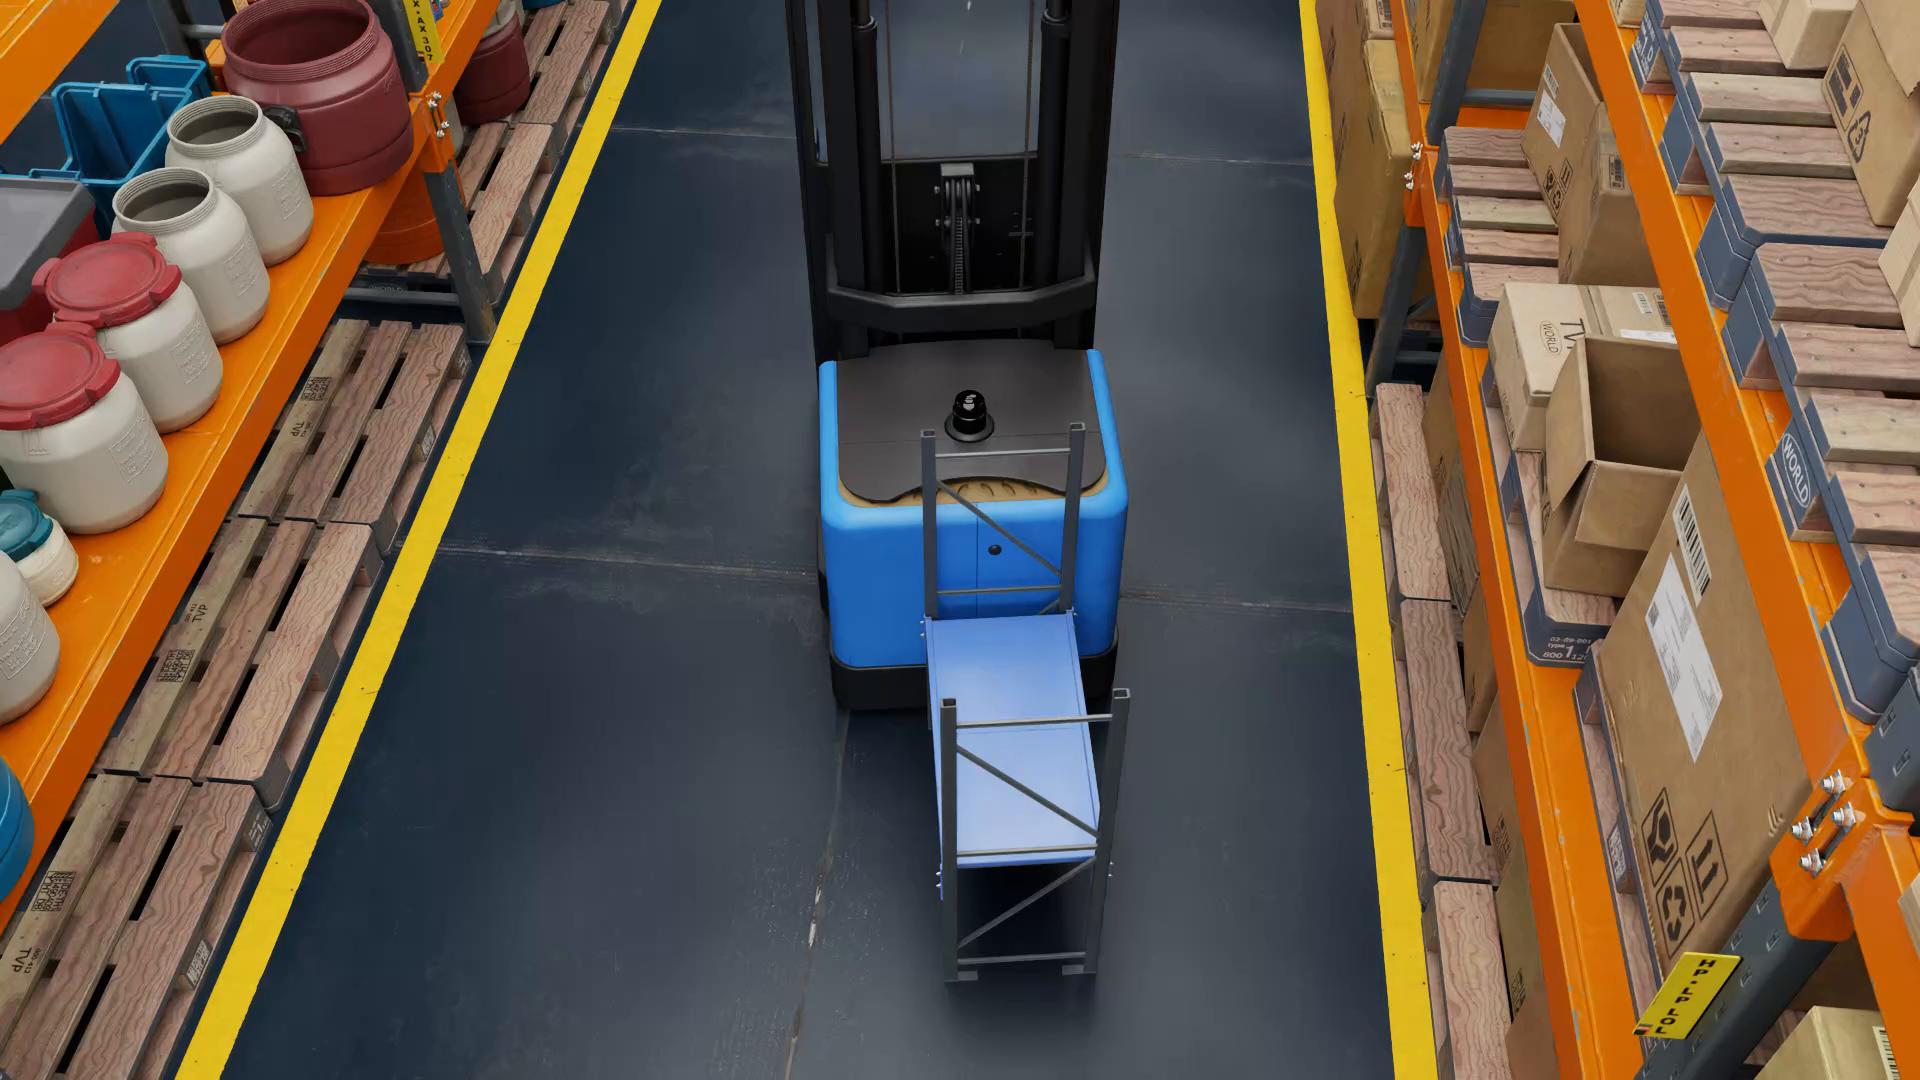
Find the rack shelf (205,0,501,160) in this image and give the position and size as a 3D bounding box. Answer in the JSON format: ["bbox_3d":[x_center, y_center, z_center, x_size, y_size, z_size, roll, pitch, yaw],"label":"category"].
[{"bbox_3d":[-2.455,-3.204,8.161,1.077,0.370,4.000,4,48,4],"label":"rack shelf"}]

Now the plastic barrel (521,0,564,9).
[{"bbox_3d":[-2.404,-3.431,9.019,0.600,0.901,0.708,4,48,4],"label":"plastic barrel"}]

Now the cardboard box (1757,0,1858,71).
[{"bbox_3d":[2.002,-1.165,3.649,0.380,0.166,0.250,3,48,2],"label":"cardboard box"}]

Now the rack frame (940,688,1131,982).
[{"bbox_3d":[0.197,0.920,4.918,0.500,1.500,0.032,-3,48,-3],"label":"rack frame"}]

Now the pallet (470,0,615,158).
[{"bbox_3d":[-2.493,-2.512,8.931,1.003,0.211,1.213,4,48,4],"label":"pallet"}]

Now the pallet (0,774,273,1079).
[{"bbox_3d":[-2.969,1.323,5.422,1.003,0.211,1.213,4,48,4],"label":"pallet"}]

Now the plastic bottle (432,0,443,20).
[{"bbox_3d":[-2.238,-2.314,6.946,0.097,0.271,0.097,0,48,0],"label":"plastic bottle"}]

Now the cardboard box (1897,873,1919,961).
[{"bbox_3d":[1.635,0.647,2.220,0.500,0.250,0.500,2,48,2],"label":"cardboard box"}]

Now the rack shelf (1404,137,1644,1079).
[{"bbox_3d":[2.113,0.068,5.168,1.077,0.370,4.000,4,48,4],"label":"rack shelf"}]

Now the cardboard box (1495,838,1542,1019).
[{"bbox_3d":[2.070,1.191,5.049,0.700,0.500,0.500,4,48,3],"label":"cardboard box"}]

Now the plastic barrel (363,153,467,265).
[{"bbox_3d":[-2.610,-1.747,7.527,0.600,0.830,0.708,4,48,4],"label":"plastic barrel"}]

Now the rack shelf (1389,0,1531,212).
[{"bbox_3d":[2.477,-2.871,7.857,1.077,0.370,4.000,4,48,4],"label":"rack shelf"}]

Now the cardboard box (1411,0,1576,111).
[{"bbox_3d":[2.093,-2.057,6.557,0.500,0.500,0.500,5,48,5],"label":"cardboard box"}]

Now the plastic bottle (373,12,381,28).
[{"bbox_3d":[-2.427,-2.242,6.878,0.152,0.276,0.135,4,48,4],"label":"plastic bottle"}]

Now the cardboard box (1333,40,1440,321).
[{"bbox_3d":[2.379,-1.575,7.339,1.225,0.875,0.875,2,48,2],"label":"cardboard box"}]

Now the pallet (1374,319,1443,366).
[{"bbox_3d":[2.442,-1.277,7.801,1.003,0.211,1.213,4,48,4],"label":"pallet"}]

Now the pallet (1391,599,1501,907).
[{"bbox_3d":[2.109,0.765,5.933,1.003,0.211,1.213,4,48,4],"label":"pallet"}]

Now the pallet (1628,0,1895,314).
[{"bbox_3d":[2.184,-0.863,3.627,1.213,0.211,1.003,4,48,4],"label":"pallet"}]

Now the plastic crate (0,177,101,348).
[{"bbox_3d":[-3.089,-0.832,5.461,0.402,0.464,0.583,4,48,4],"label":"plastic crate"}]

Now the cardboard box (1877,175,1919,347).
[{"bbox_3d":[1.917,-0.511,2.984,0.396,0.266,0.258,5,48,5],"label":"cardboard box"}]

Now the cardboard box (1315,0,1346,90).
[{"bbox_3d":[2.541,-2.880,8.532,1.225,0.875,0.875,2,48,2],"label":"cardboard box"}]

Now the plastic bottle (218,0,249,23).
[{"bbox_3d":[-3.025,-2.264,6.893,0.061,0.283,0.133,4,48,4],"label":"plastic bottle"}]

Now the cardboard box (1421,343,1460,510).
[{"bbox_3d":[2.254,-0.455,6.556,0.700,0.500,0.500,2,48,1],"label":"cardboard box"}]

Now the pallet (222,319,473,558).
[{"bbox_3d":[-2.746,-0.470,7.062,1.003,0.211,1.213,4,48,4],"label":"pallet"}]

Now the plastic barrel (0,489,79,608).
[{"bbox_3d":[-2.728,0.046,4.794,0.301,0.262,0.301,0,48,0],"label":"plastic barrel"}]

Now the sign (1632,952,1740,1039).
[{"bbox_3d":[1.378,0.870,3.163,0.100,0.325,0.005,4,48,4],"label":"sign"}]

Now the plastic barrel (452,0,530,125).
[{"bbox_3d":[-2.507,-2.496,8.375,0.600,0.588,0.708,4,48,4],"label":"plastic barrel"}]

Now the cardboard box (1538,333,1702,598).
[{"bbox_3d":[1.997,-0.162,4.536,0.797,0.503,0.637,8,48,8],"label":"cardboard box"}]

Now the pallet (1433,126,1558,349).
[{"bbox_3d":[2.336,-1.049,5.832,1.213,0.211,1.003,4,48,4],"label":"pallet"}]

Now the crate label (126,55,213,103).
[{"bbox_3d":[-3.049,-1.636,6.353,0.303,0.233,0.416,4,48,4],"label":"crate label"}]

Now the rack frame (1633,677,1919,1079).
[{"bbox_3d":[1.931,1.295,3.559,1.000,3.000,0.127,4,48,4],"label":"rack frame"}]

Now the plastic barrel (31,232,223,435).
[{"bbox_3d":[-2.590,-0.629,5.227,0.433,0.535,0.433,0,48,0],"label":"plastic barrel"}]

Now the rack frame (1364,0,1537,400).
[{"bbox_3d":[2.295,-1.644,6.247,1.000,3.000,0.127,4,48,4],"label":"rack frame"}]

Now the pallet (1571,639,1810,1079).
[{"bbox_3d":[2.145,0.808,4.134,1.003,0.211,1.213,4,48,4],"label":"pallet"}]

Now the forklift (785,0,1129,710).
[{"bbox_3d":[-0.041,-1.451,6.117,1.130,2.935,3.031,-3,48,-3],"label":"forklift"}]

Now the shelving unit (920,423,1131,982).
[{"bbox_3d":[0.164,0.546,5.260,0.538,1.500,1.048,-3,48,-3],"label":"shelving unit"}]

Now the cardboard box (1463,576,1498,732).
[{"bbox_3d":[2.171,0.370,5.800,0.700,0.500,0.500,7,48,7],"label":"cardboard box"}]

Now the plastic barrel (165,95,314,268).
[{"bbox_3d":[-2.518,-1.245,5.806,0.421,0.512,0.421,0,48,0],"label":"plastic barrel"}]

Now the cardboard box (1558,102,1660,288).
[{"bbox_3d":[2.335,-1.003,5.308,0.700,0.500,0.500,10,48,9],"label":"cardboard box"}]

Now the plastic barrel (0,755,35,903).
[{"bbox_3d":[-2.665,0.529,3.919,0.600,0.901,0.708,4,48,4],"label":"plastic barrel"}]
